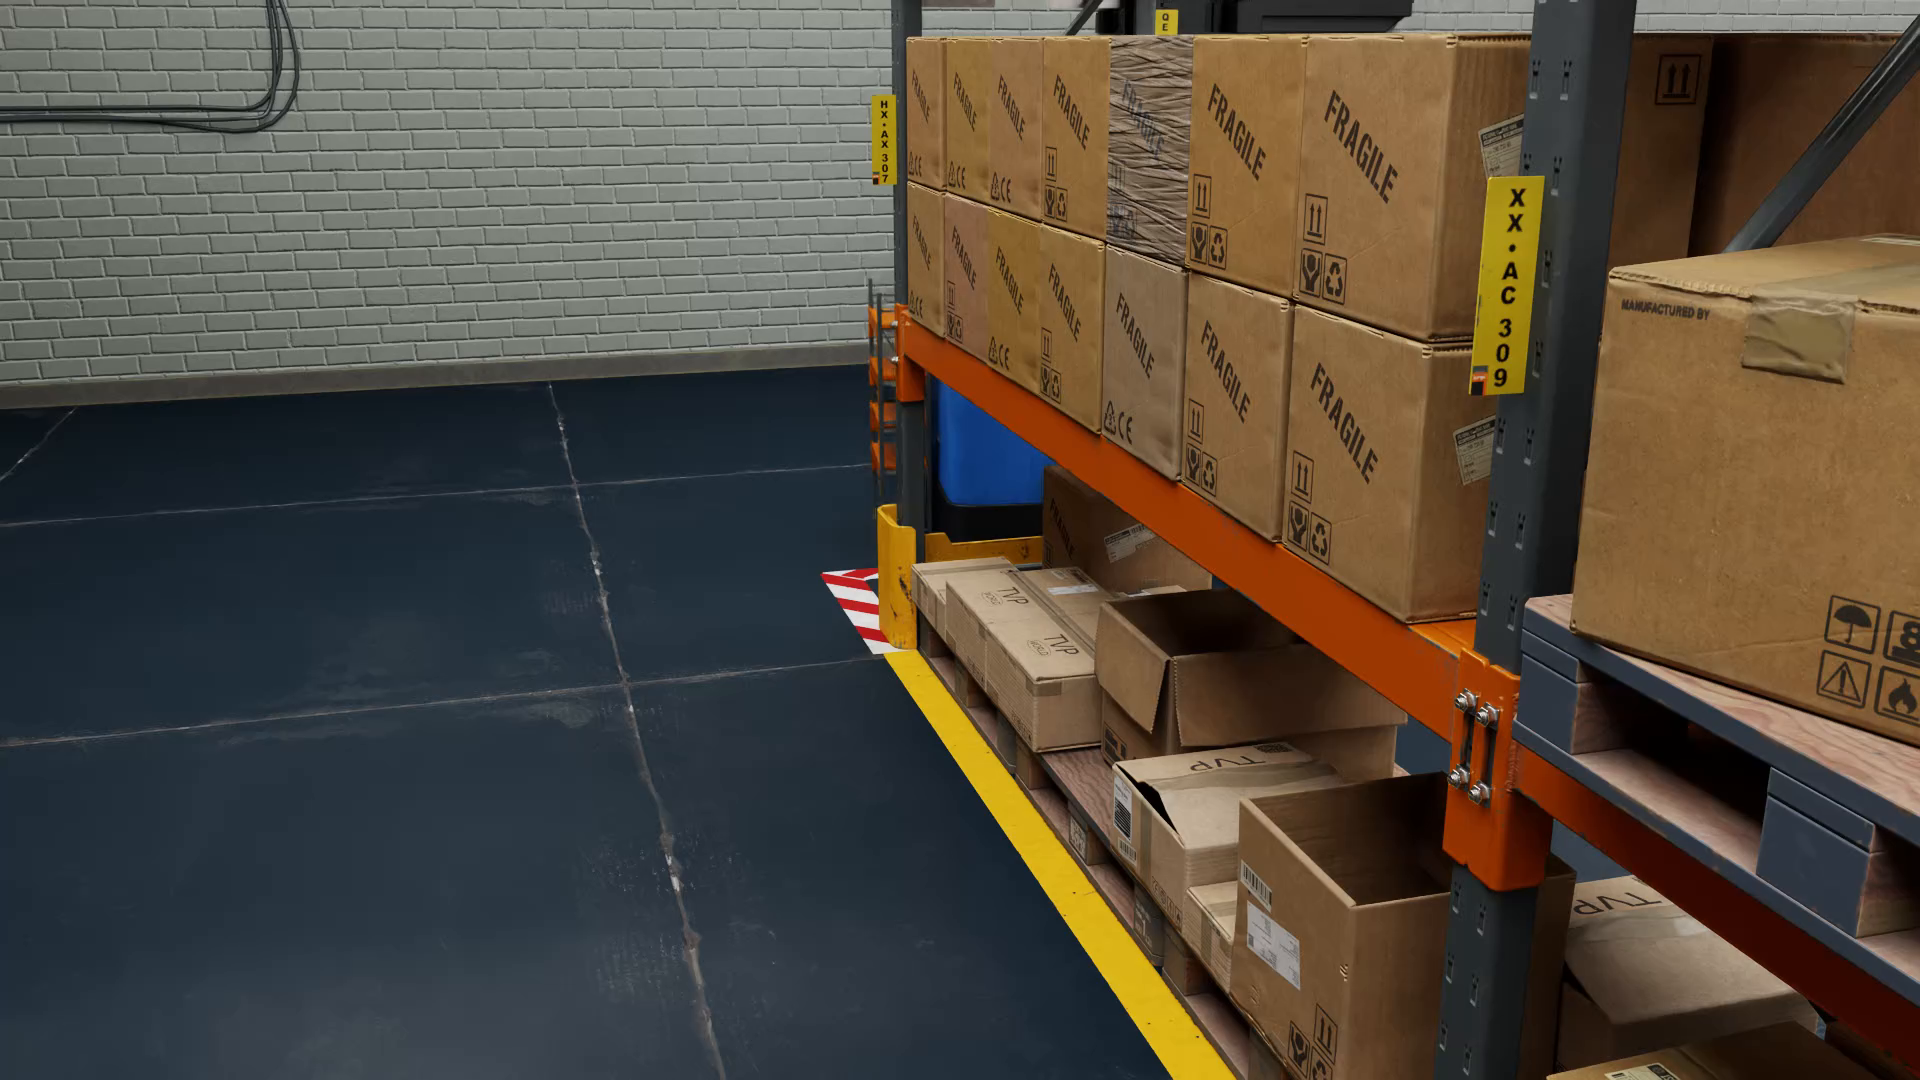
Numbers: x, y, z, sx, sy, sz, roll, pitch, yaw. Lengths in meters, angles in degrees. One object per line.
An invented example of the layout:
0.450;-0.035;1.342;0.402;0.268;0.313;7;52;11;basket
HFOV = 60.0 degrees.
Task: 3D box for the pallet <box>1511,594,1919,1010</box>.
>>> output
1.457;0.312;2.033;1.003;0.211;1.213;-5;17;-15;pallet

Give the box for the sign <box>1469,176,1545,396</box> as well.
0.823;-0.379;2.495;0.100;0.325;0.005;-5;17;-15;sign

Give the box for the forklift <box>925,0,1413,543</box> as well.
1.385;-1.456;7.705;3.031;2.935;1.130;-2;17;-7;forklift

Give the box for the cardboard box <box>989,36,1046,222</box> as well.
0.395;-1.216;4.875;0.500;0.500;0.500;-4;17;-14;cardboard box

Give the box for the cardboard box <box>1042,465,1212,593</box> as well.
0.629;0.001;6.313;0.500;0.500;0.500;-5;17;-15;cardboard box

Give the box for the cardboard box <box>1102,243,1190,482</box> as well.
0.672;-0.460;4.095;0.500;0.500;0.500;-4;17;-14;cardboard box

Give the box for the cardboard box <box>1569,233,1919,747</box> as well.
1.257;-0.110;2.200;0.700;0.500;0.500;-12;20;-34;cardboard box

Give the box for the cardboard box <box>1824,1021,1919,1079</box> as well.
1.753;1.091;2.687;0.500;0.500;0.500;-5;17;-16;cardboard box

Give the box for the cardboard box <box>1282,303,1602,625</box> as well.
0.958;-0.175;3.148;0.500;0.500;0.500;-4;17;-14;cardboard box

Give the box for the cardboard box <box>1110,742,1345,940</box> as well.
0.707;0.725;4.234;0.500;0.311;0.500;-5;17;-15;cardboard box

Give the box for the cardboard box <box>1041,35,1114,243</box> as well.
0.536;-1.076;4.408;0.500;0.500;0.500;-5;17;-16;cardboard box

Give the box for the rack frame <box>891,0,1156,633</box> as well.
0.243;-1.116;6.453;1.000;3.000;0.127;-5;17;-15;rack frame

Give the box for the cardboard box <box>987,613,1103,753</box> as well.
0.395;0.440;5.289;0.500;0.250;0.500;-5;17;-15;cardboard box

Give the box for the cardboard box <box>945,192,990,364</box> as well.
0.258;-0.878;5.487;0.500;0.500;0.500;-5;17;-16;cardboard box

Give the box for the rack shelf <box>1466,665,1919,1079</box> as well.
1.892;0.888;1.031;1.077;0.370;4.000;-5;17;-15;rack shelf

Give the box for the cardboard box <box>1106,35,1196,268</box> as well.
0.673;-0.937;3.944;0.500;0.500;0.500;-5;17;-15;cardboard box

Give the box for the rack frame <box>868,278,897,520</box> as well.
-0.317;-0.679;8.126;0.240;1.200;0.015;-2;17;-7;rack frame

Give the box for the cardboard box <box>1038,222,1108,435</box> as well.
0.529;-0.600;4.563;0.500;0.500;0.500;-4;17;-15;cardboard box

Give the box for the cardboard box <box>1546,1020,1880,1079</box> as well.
1.241;1.130;2.556;0.500;0.500;0.500;-6;18;-18;cardboard box

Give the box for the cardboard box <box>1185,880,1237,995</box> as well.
0.752;0.911;3.896;0.380;0.149;0.250;-5;17;-15;cardboard box

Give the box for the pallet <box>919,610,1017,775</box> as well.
0.484;0.461;6.050;1.003;0.211;1.213;-5;17;-15;pallet

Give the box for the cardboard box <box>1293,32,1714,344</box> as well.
0.954;-0.656;3.009;0.500;0.500;0.500;-5;17;-15;cardboard box

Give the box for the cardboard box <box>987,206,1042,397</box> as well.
0.393;-0.739;5.024;0.500;0.500;0.500;-5;17;-15;cardboard box

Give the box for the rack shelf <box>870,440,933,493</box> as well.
-0.284;-0.355;7.971;0.258;0.148;0.480;-2;17;-7;rack shelf

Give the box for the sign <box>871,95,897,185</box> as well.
-0.279;-1.488;6.185;0.100;0.325;0.005;-5;17;-15;sign

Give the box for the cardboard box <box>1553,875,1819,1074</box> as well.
1.435;0.934;3.536;0.500;0.311;0.500;-5;17;-15;cardboard box

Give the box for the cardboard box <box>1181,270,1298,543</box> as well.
0.815;-0.318;3.622;0.500;0.500;0.500;-4;17;-14;cardboard box

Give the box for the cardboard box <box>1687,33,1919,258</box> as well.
1.483;-0.689;3.119;0.500;0.500;0.500;-4;17;-14;cardboard box

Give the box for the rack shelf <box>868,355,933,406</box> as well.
-0.285;-0.760;7.850;0.258;0.148;0.480;-2;17;-7;rack shelf

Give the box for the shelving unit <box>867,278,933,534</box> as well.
-0.285;-0.610;7.895;0.258;1.200;0.503;-2;17;-7;shelving unit

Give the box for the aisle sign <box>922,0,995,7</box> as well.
-0.058;-2.357;6.064;0.394;0.787;0.004;-5;17;-15;aisle sign

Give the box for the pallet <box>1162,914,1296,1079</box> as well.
1.154;1.136;3.803;1.003;0.211;1.213;-5;17;-15;pallet

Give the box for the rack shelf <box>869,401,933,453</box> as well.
-0.285;-0.545;7.914;0.258;0.148;0.480;-2;17;-7;rack shelf

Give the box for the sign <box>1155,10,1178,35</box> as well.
0.782;-1.860;6.368;0.100;0.325;0.005;-5;17;-15;sign

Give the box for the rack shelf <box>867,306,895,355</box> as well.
-0.286;-0.986;7.782;0.258;0.148;0.480;-2;17;-7;rack shelf

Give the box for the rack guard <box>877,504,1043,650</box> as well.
0.264;0.102;6.743;1.175;0.500;0.348;-5;17;-15;rack guard

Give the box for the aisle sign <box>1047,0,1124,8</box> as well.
0.519;-2.404;6.222;0.394;0.787;0.004;-5;17;-15;aisle sign

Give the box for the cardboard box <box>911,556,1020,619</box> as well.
0.028;0.182;6.324;0.380;0.149;0.250;-5;17;-15;cardboard box

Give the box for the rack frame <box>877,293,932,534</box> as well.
-0.253;-0.540;7.663;0.240;1.200;0.015;-2;17;-7;rack frame

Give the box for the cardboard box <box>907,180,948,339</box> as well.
0.111;-1.020;5.960;0.500;0.500;0.500;-4;17;-14;cardboard box

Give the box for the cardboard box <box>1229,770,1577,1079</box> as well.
0.913;0.842;3.516;0.500;0.500;0.500;-5;17;-15;cardboard box

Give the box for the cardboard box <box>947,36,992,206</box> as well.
0.262;-1.355;5.337;0.500;0.500;0.500;-5;17;-15;cardboard box

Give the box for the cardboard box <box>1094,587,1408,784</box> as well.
0.821;0.456;4.794;0.797;0.503;0.637;-5;17;-15;cardboard box

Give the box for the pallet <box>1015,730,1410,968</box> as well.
0.816;0.798;4.929;1.003;0.211;1.213;-5;17;-15;pallet

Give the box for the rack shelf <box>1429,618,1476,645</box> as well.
0.793;-0.312;4.687;0.919;0.124;3.809;-5;17;-15;rack shelf

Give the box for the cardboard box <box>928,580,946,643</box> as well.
0.096;0.243;6.091;0.380;0.166;0.250;-5;17;-15;cardboard box

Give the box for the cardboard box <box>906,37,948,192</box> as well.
0.111;-1.499;5.817;0.500;0.500;0.500;-4;17;-14;cardboard box

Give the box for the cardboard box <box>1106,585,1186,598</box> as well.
0.654;0.280;5.965;0.380;0.166;0.250;-5;17;-15;cardboard box
